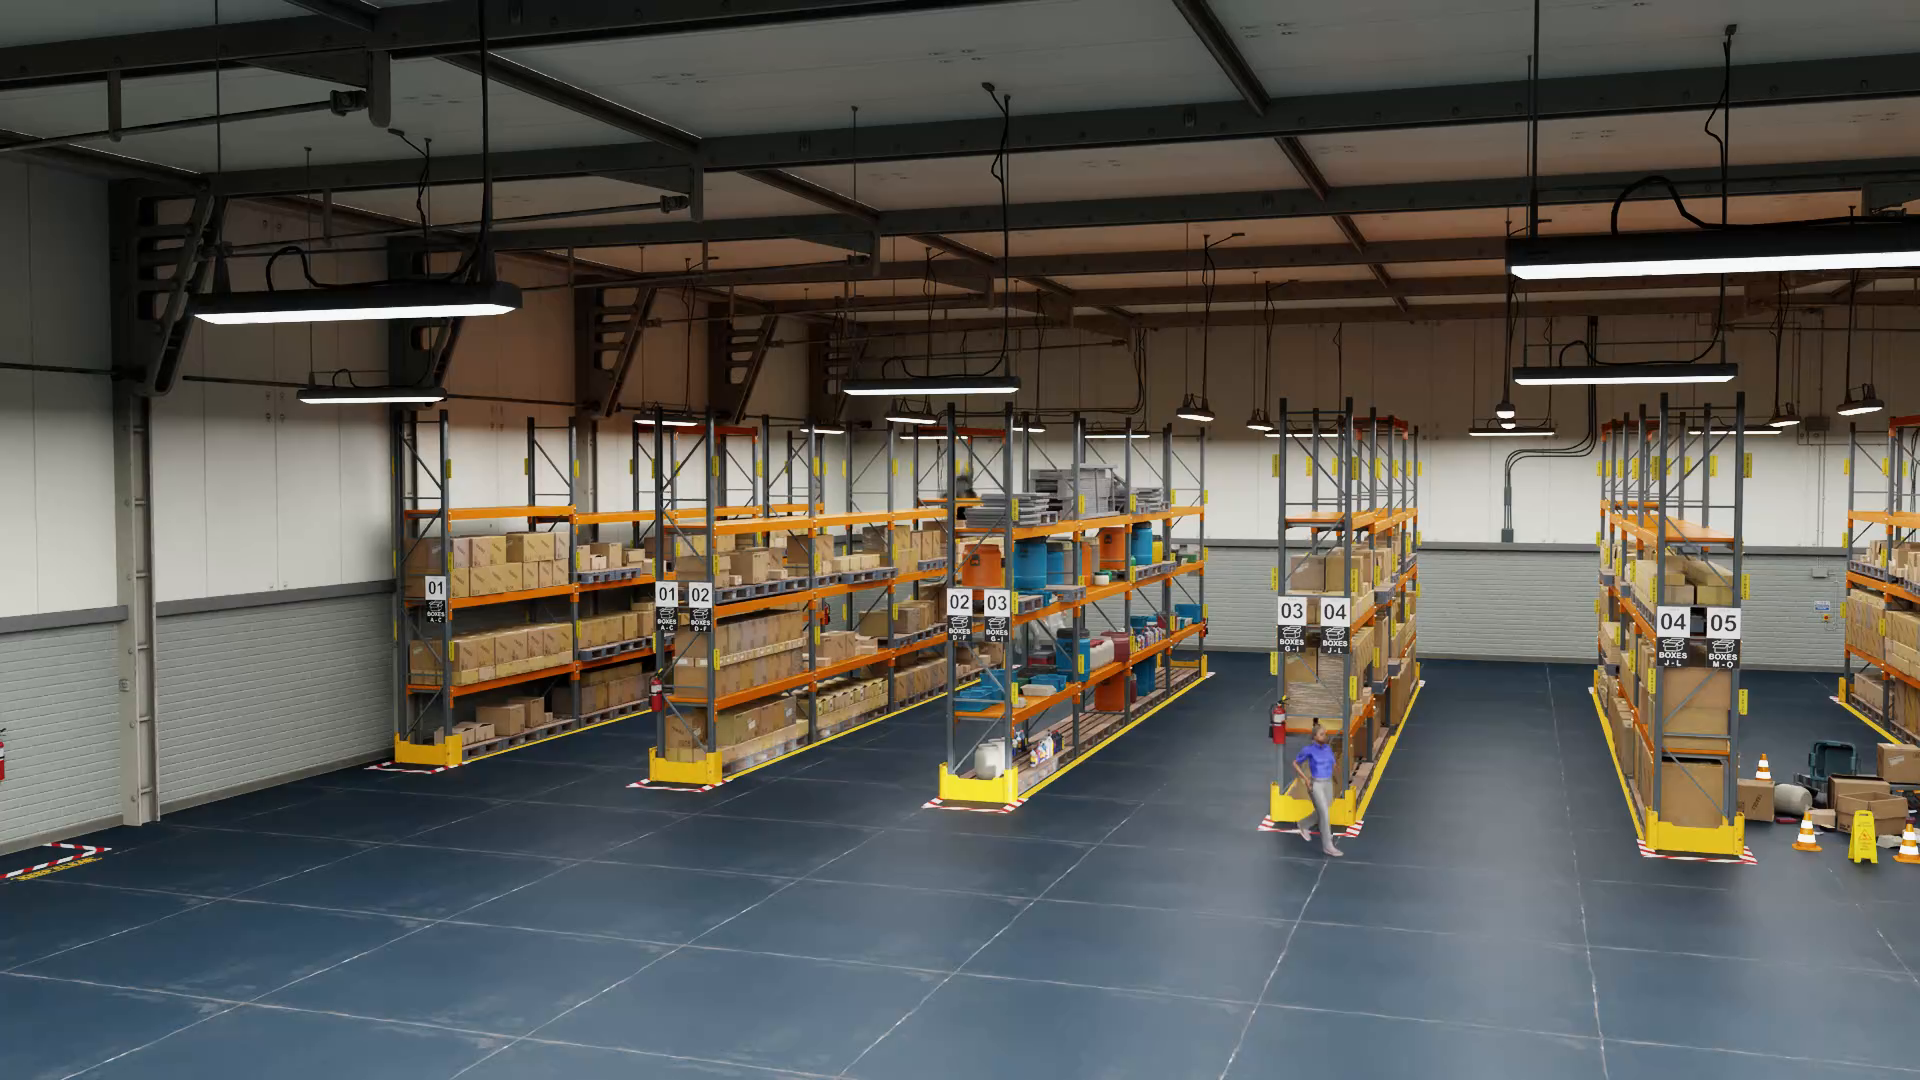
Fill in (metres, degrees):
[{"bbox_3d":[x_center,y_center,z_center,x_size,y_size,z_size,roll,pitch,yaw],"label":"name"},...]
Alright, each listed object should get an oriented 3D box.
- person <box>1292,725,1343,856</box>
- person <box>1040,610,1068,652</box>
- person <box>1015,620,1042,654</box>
[{"bbox_3d":[4.683,3.235,21.691,0.583,1.632,0.899,-2,3,-32],"label":"person"},{"bbox_3d":[2.349,2.132,41.352,0.723,1.676,0.577,-1,3,-19],"label":"person"},{"bbox_3d":[1.746,2.065,42.395,0.815,1.798,0.672,1,3,26],"label":"person"}]
